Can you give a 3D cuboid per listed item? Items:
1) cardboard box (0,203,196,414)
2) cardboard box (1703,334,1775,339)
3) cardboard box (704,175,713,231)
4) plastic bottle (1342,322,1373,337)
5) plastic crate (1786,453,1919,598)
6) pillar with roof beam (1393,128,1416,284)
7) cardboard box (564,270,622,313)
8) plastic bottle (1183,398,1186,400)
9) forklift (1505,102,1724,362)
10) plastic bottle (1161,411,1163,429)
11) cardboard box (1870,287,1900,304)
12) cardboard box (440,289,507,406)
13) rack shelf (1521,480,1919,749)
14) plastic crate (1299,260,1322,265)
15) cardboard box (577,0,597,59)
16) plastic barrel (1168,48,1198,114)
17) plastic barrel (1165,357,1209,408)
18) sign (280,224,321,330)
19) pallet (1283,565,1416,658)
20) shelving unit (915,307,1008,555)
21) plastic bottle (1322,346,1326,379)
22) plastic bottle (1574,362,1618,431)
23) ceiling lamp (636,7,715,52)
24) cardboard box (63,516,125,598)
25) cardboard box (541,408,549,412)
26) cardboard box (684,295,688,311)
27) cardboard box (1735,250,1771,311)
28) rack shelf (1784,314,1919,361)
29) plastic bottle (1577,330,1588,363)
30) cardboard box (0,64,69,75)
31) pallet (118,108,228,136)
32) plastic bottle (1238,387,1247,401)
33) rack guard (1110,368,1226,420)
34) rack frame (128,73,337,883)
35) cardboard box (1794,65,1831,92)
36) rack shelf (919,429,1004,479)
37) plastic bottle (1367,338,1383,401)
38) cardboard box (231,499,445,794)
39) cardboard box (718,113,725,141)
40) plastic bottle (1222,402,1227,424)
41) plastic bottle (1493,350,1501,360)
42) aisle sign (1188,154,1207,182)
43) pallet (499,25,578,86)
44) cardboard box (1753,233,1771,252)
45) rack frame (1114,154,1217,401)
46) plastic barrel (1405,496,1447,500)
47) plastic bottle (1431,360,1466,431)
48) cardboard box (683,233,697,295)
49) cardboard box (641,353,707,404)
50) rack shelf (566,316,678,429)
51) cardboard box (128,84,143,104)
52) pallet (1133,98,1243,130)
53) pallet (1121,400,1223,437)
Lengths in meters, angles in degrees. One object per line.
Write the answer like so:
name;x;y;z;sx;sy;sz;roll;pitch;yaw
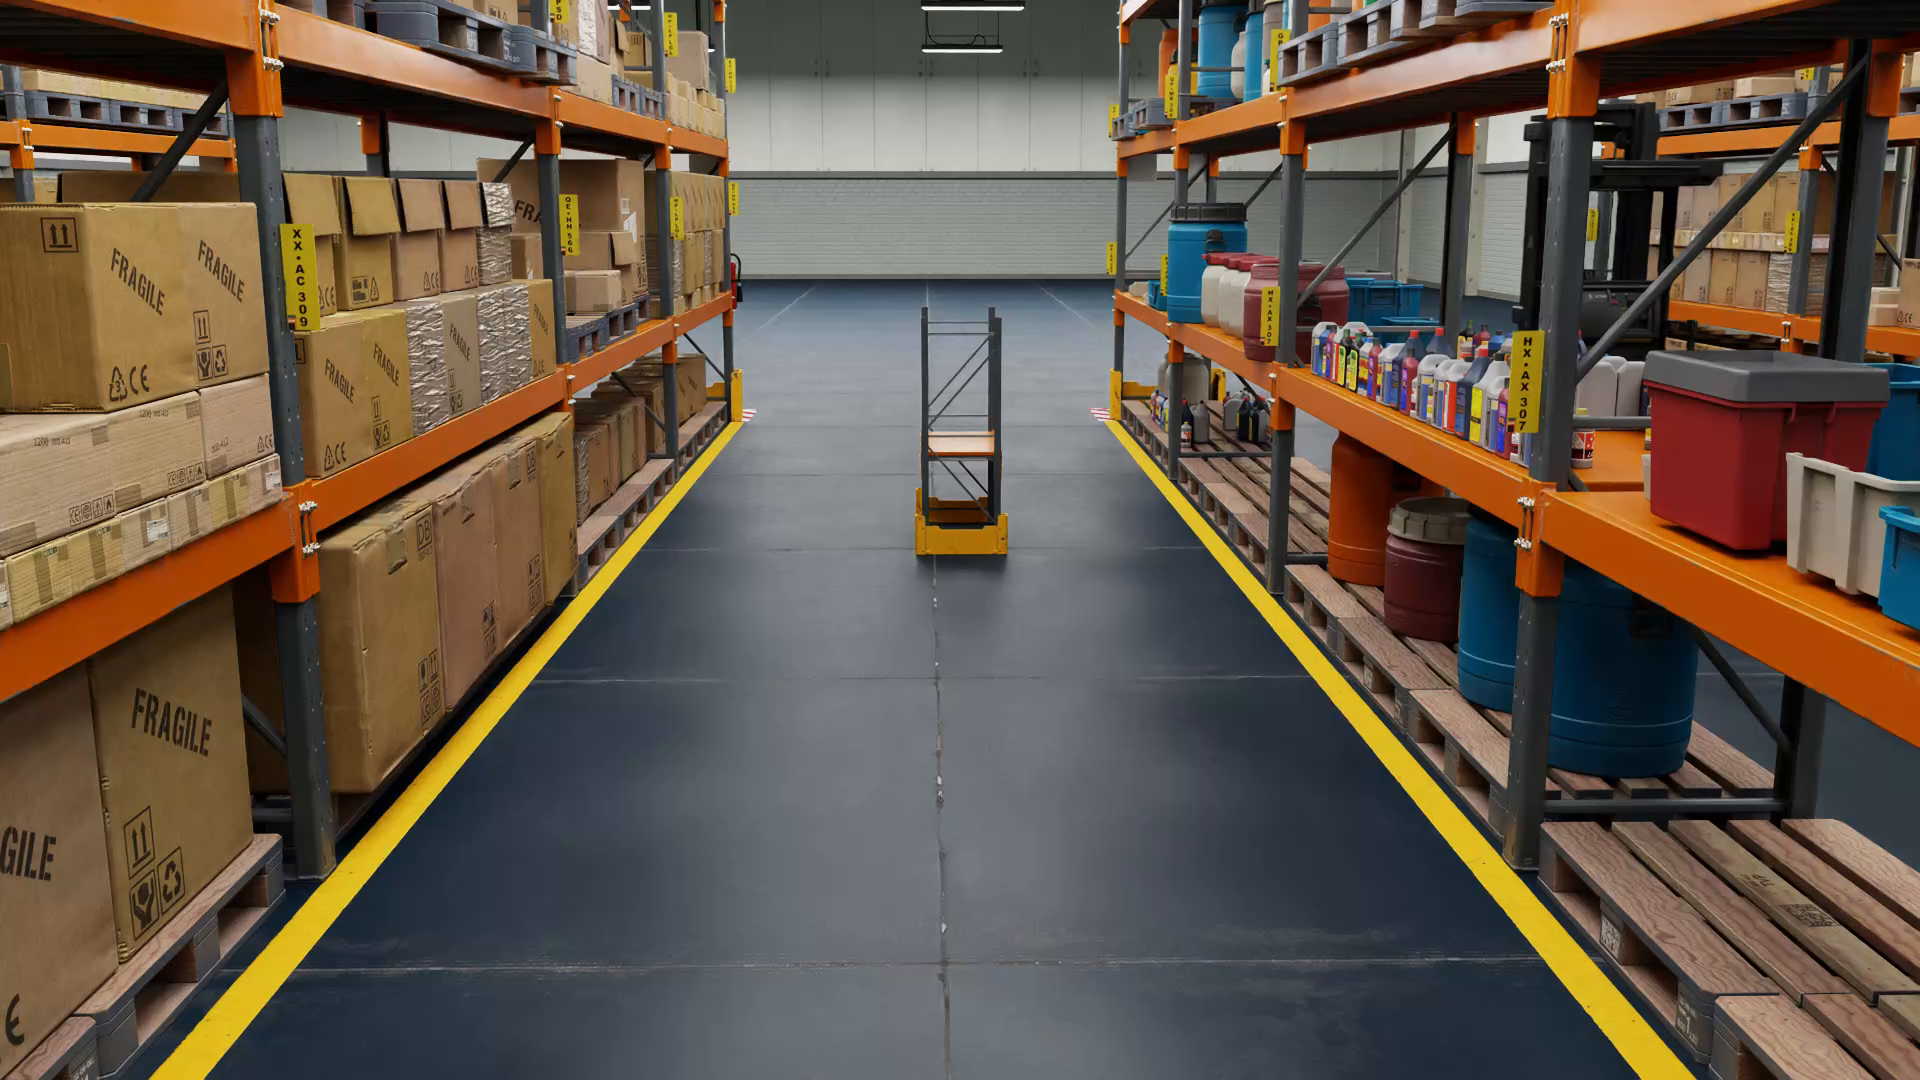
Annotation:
cardboard box;-2.316;-0.599;4.212;0.500;0.500;0.500;0;11;-1
cardboard box;7.401;-1.696;15.850;0.500;0.500;0.500;0;11;-1
cardboard box;-2.565;-3.112;15.342;0.500;0.500;0.500;0;11;-1
plastic bottle;2.108;-1.017;8.841;0.152;0.276;0.135;0;11;-1
plastic crate;2.200;-0.037;3.843;0.437;0.282;0.530;0;11;-1
pillar with roof beam;7.965;-11.546;45.339;9.100;9.000;0.548;0;11;-1
cardboard box;-2.487;-1.611;10.776;0.500;0.250;0.500;-1;11;-3
plastic bottle;1.982;-1.106;14.694;0.061;0.283;0.133;0;11;-1
forklift;4.834;-1.755;12.339;1.130;2.935;3.031;-1;11;-3
plastic bottle;1.846;-1.089;14.814;0.097;0.201;0.097;0;11;0
cardboard box;7.194;-1.808;12.806;0.500;0.250;0.500;0;11;2
cardboard box;-2.406;-0.894;7.670;0.500;0.500;0.500;-1;11;-3
rack shelf;2.394;0.380;3.449;1.077;0.370;4.000;0;11;-1
plastic crate;2.503;-1.896;12.701;0.402;0.464;0.583;0;11;-1
cardboard box;-2.441;-3.104;9.761;0.500;0.500;0.500;0;11;-1
plastic barrel;2.255;-4.297;15.622;0.600;0.588;0.600;0;11;0
plastic barrel;2.205;-1.512;16.166;0.421;0.512;0.421;0;11;0
sign;-2.044;-0.815;5.156;0.100;0.325;0.005;0;11;-1
pallet;2.328;0.358;8.762;1.003;0.211;1.213;0;11;-1
shelving unit;-0.002;-0.750;10.985;0.587;1.500;1.083;0;11;-1
plastic bottle;1.933;-0.938;8.636;0.097;0.201;0.097;0;11;0
plastic bottle;2.553;-0.586;6.715;0.152;0.276;0.135;0;11;-1
ceiling lamp;-7.007;-13.577;40.667;2.000;3.185;0.800;0;11;-1
cardboard box;-2.244;0.038;3.961;0.380;0.149;0.250;0;11;0
cardboard box;-2.726;-0.636;9.942;0.500;0.250;0.500;0;11;1
cardboard box;-2.508;-2.009;14.052;0.380;0.149;0.250;0;11;-1
cardboard box;7.107;-2.222;14.214;0.700;0.500;0.500;0;11;-2
rack shelf;7.181;-1.229;11.384;1.077;0.370;4.000;0;11;-1
plastic bottle;2.697;-0.740;7.285;0.144;0.351;0.185;0;11;-1
cardboard box;-7.456;-3.835;13.194;0.500;0.250;0.500;0;11;-1
pallet;-7.782;-4.014;15.977;1.003;0.211;1.213;0;11;-1
plastic bottle;2.569;-1.199;14.978;0.144;0.351;0.185;0;11;1
rack guard;2.153;-1.515;17.270;1.175;0.500;0.348;0;11;-1
rack frame;-2.599;-0.349;5.237;1.000;3.000;0.127;0;11;-1
cardboard box;7.382;-3.889;13.955;0.500;0.311;0.500;-1;12;-4
rack shelf;-0.002;-0.576;11.029;0.538;0.185;1.000;0;11;-1
plastic bottle;1.934;-0.790;7.704;0.061;0.283;0.133;0;11;-1
cardboard box;-2.632;0.359;6.033;1.225;0.875;0.875;0;11;-1
cardboard box;-2.583;-4.037;16.244;0.500;0.250;0.500;0;11;0
plastic bottle;2.437;-1.154;15.135;0.097;0.201;0.097;0;11;0
plastic bottle;2.700;-0.862;8.263;0.097;0.201;0.097;0;11;0
aisle sign;2.400;-4.045;16.913;0.394;0.787;0.004;0;11;-1
pallet;-2.616;-2.394;8.247;1.213;0.211;1.003;0;11;1
cardboard box;6.909;-2.501;13.959;0.380;0.149;0.250;-1;11;-3
rack frame;2.105;-2.755;17.095;1.000;3.000;0.127;0;11;-1
plastic barrel;2.398;0.058;8.432;0.421;0.512;0.421;0;11;0
plastic bottle;2.001;-0.586;6.713;0.152;0.276;0.135;0;11;-1
cardboard box;-2.687;-2.324;13.969;0.875;0.500;0.500;0;11;-1
cardboard box;-2.851;-1.591;16.589;0.500;0.500;0.500;2;12;9
rack shelf;-2.723;-1.190;11.187;1.077;0.370;4.000;0;11;-1
cardboard box;-7.425;-3.917;14.603;0.380;0.149;0.250;0;11;0
pallet;2.075;-3.481;13.601;1.213;0.211;1.003;0;11;-1
pallet;2.165;-1.212;16.503;1.003;0.211;1.213;0;11;-1
